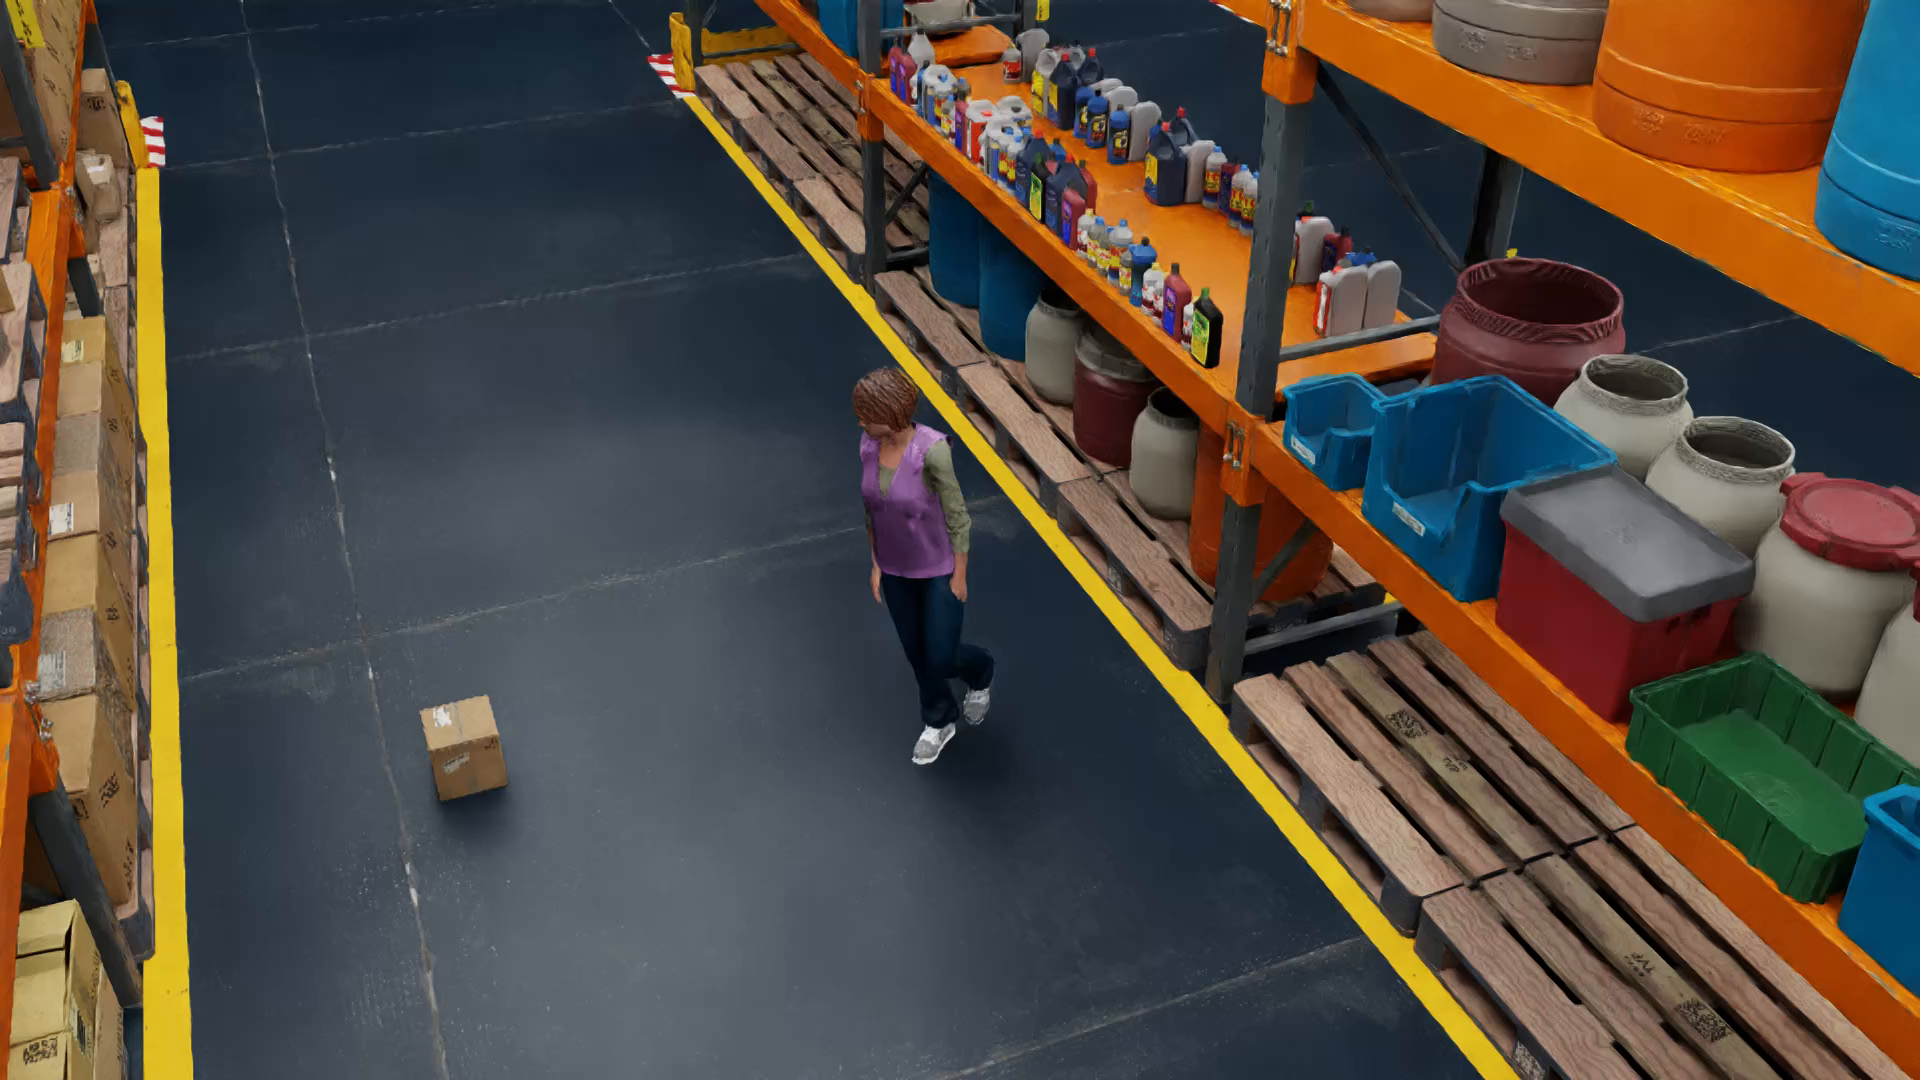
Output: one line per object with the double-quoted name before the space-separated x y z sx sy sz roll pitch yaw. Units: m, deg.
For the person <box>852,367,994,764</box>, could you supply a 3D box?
"person" -0.125 0.078 6.045 0.462 1.577 0.447 19 38 25
